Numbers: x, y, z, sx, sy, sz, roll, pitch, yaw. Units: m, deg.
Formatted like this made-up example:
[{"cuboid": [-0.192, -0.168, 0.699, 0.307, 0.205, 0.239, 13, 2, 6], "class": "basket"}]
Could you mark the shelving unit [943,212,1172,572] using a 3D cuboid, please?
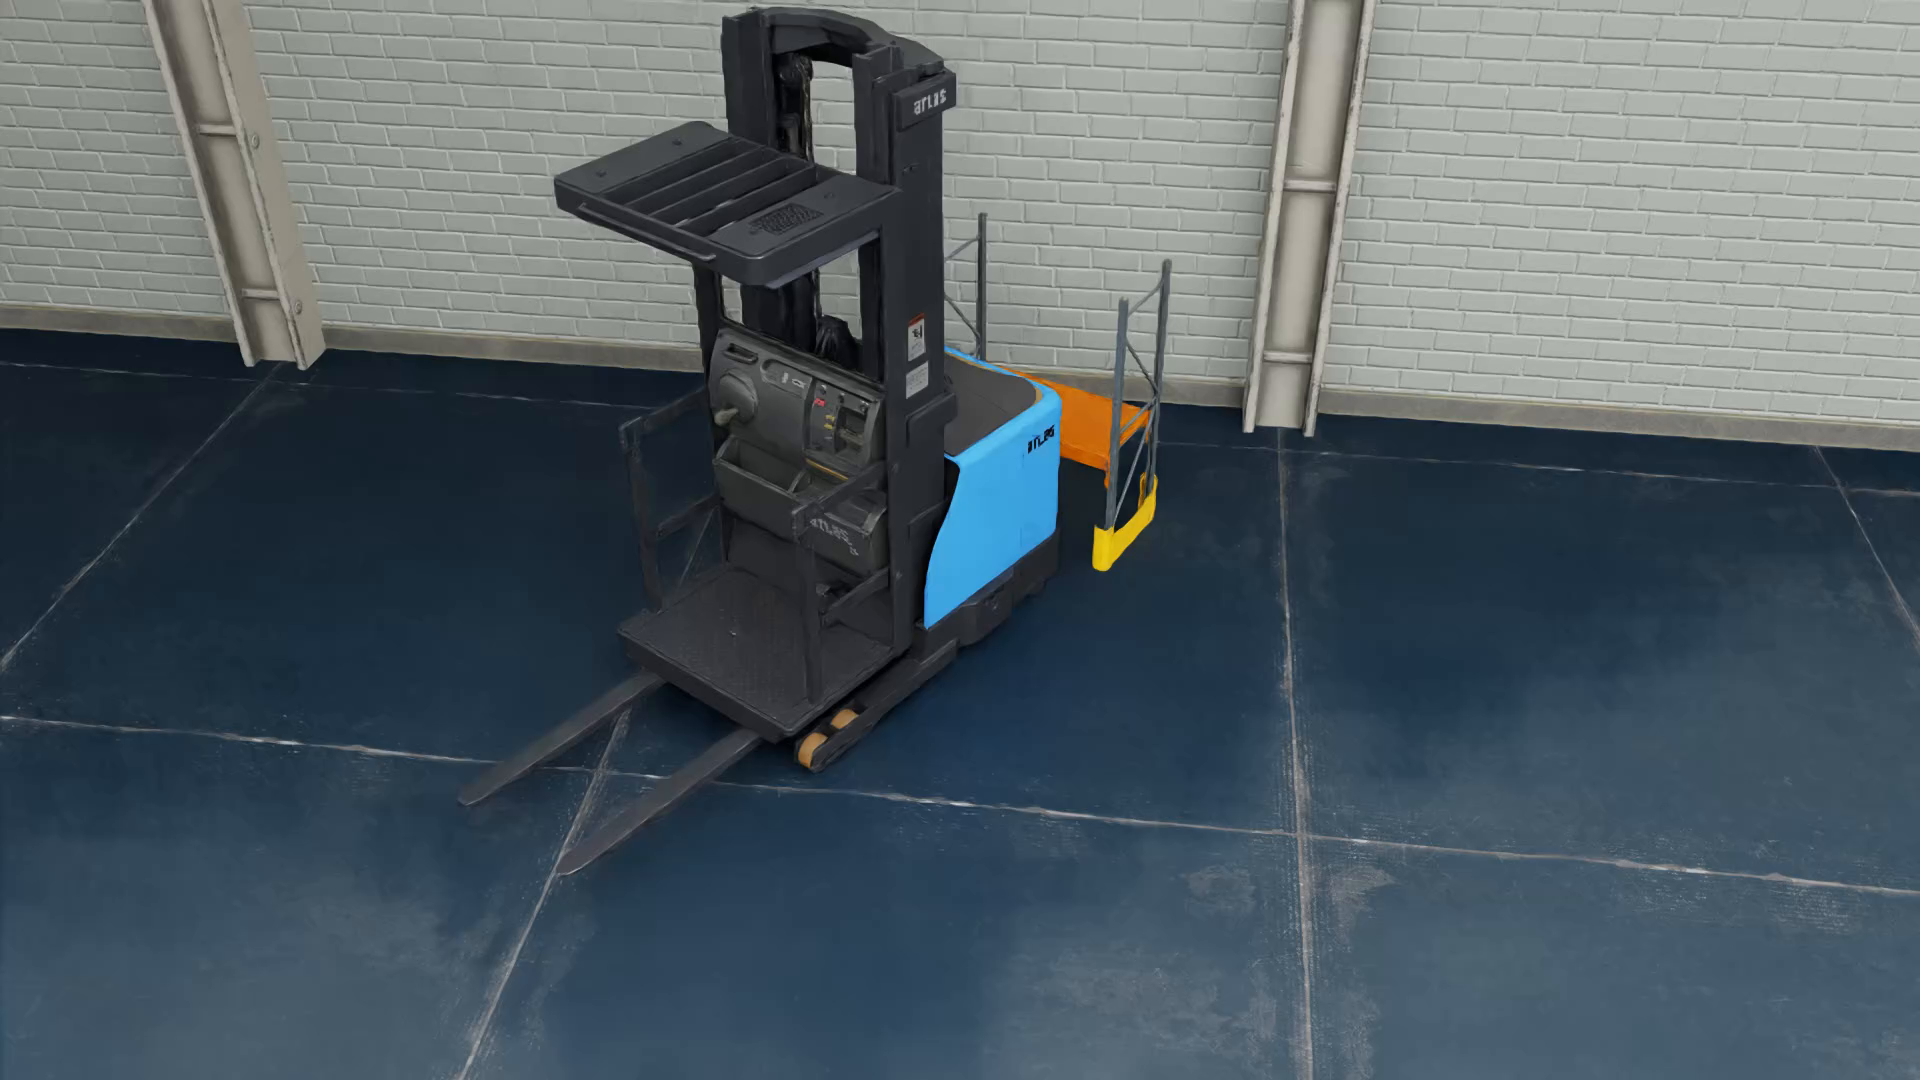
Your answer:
[{"cuboid": [0.421, -0.755, 8.374, 1.083, 1.500, 0.587, 19, 40, 25], "class": "shelving unit"}]

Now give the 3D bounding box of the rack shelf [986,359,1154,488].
[{"cuboid": [0.429, -0.606, 8.474, 1.000, 0.185, 0.538, 19, 40, 25], "class": "rack shelf"}]

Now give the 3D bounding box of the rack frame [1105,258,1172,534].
[{"cuboid": [0.864, -0.599, 8.156, 0.032, 1.500, 0.500, 19, 40, 25], "class": "rack frame"}]

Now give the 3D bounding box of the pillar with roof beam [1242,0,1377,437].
[{"cuboid": [1.279, -1.868, 3.478, 0.400, 9.000, 9.100, 4, 36, 6], "class": "pillar with roof beam"}]

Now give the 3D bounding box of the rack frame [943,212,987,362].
[{"cuboid": [-0.006, -0.905, 8.584, 0.032, 1.500, 0.500, 19, 40, 25], "class": "rack frame"}]

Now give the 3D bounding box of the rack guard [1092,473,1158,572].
[{"cuboid": [0.847, -0.096, 8.527, 0.087, 0.250, 0.587, 19, 40, 25], "class": "rack guard"}]

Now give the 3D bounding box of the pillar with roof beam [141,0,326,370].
[{"cuboid": [-4.673, -2.312, 4.100, 0.400, 9.000, 9.100, 4, 36, 6], "class": "pillar with roof beam"}]

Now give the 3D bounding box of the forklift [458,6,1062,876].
[{"cuboid": [-0.829, -0.521, 6.814, 1.130, 2.935, 3.031, 25, 43, 31], "class": "forklift"}]
